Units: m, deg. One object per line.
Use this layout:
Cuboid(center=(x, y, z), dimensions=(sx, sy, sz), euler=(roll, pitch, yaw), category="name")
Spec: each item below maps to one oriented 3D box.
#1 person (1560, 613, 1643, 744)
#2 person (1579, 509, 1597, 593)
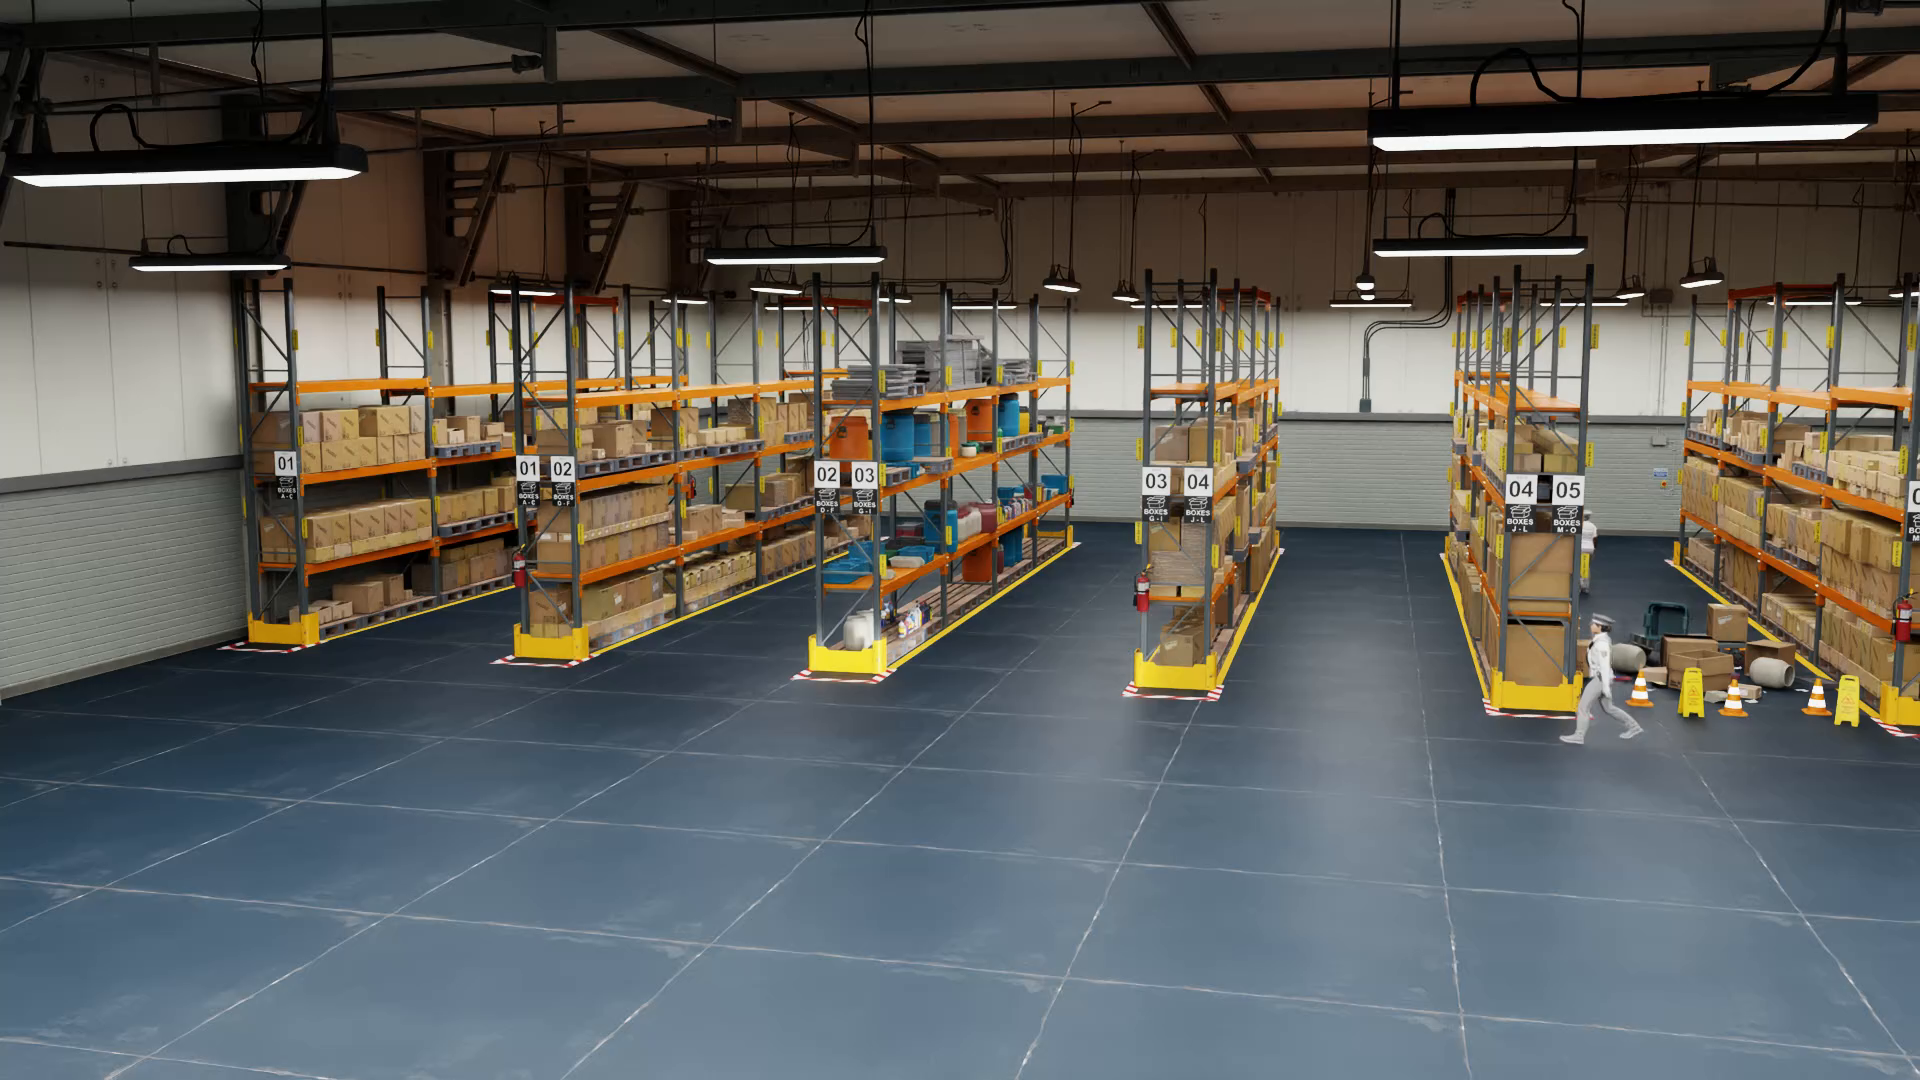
Cuboid(center=(7.962, 1.720, 20.551), dimensions=(0.970, 1.637, 0.487), euler=(2, 7, 17), category="person")
Cuboid(center=(12.416, 0.238, 33.025), dimensions=(0.518, 1.660, 0.595), euler=(0, 7, -3), category="person")
